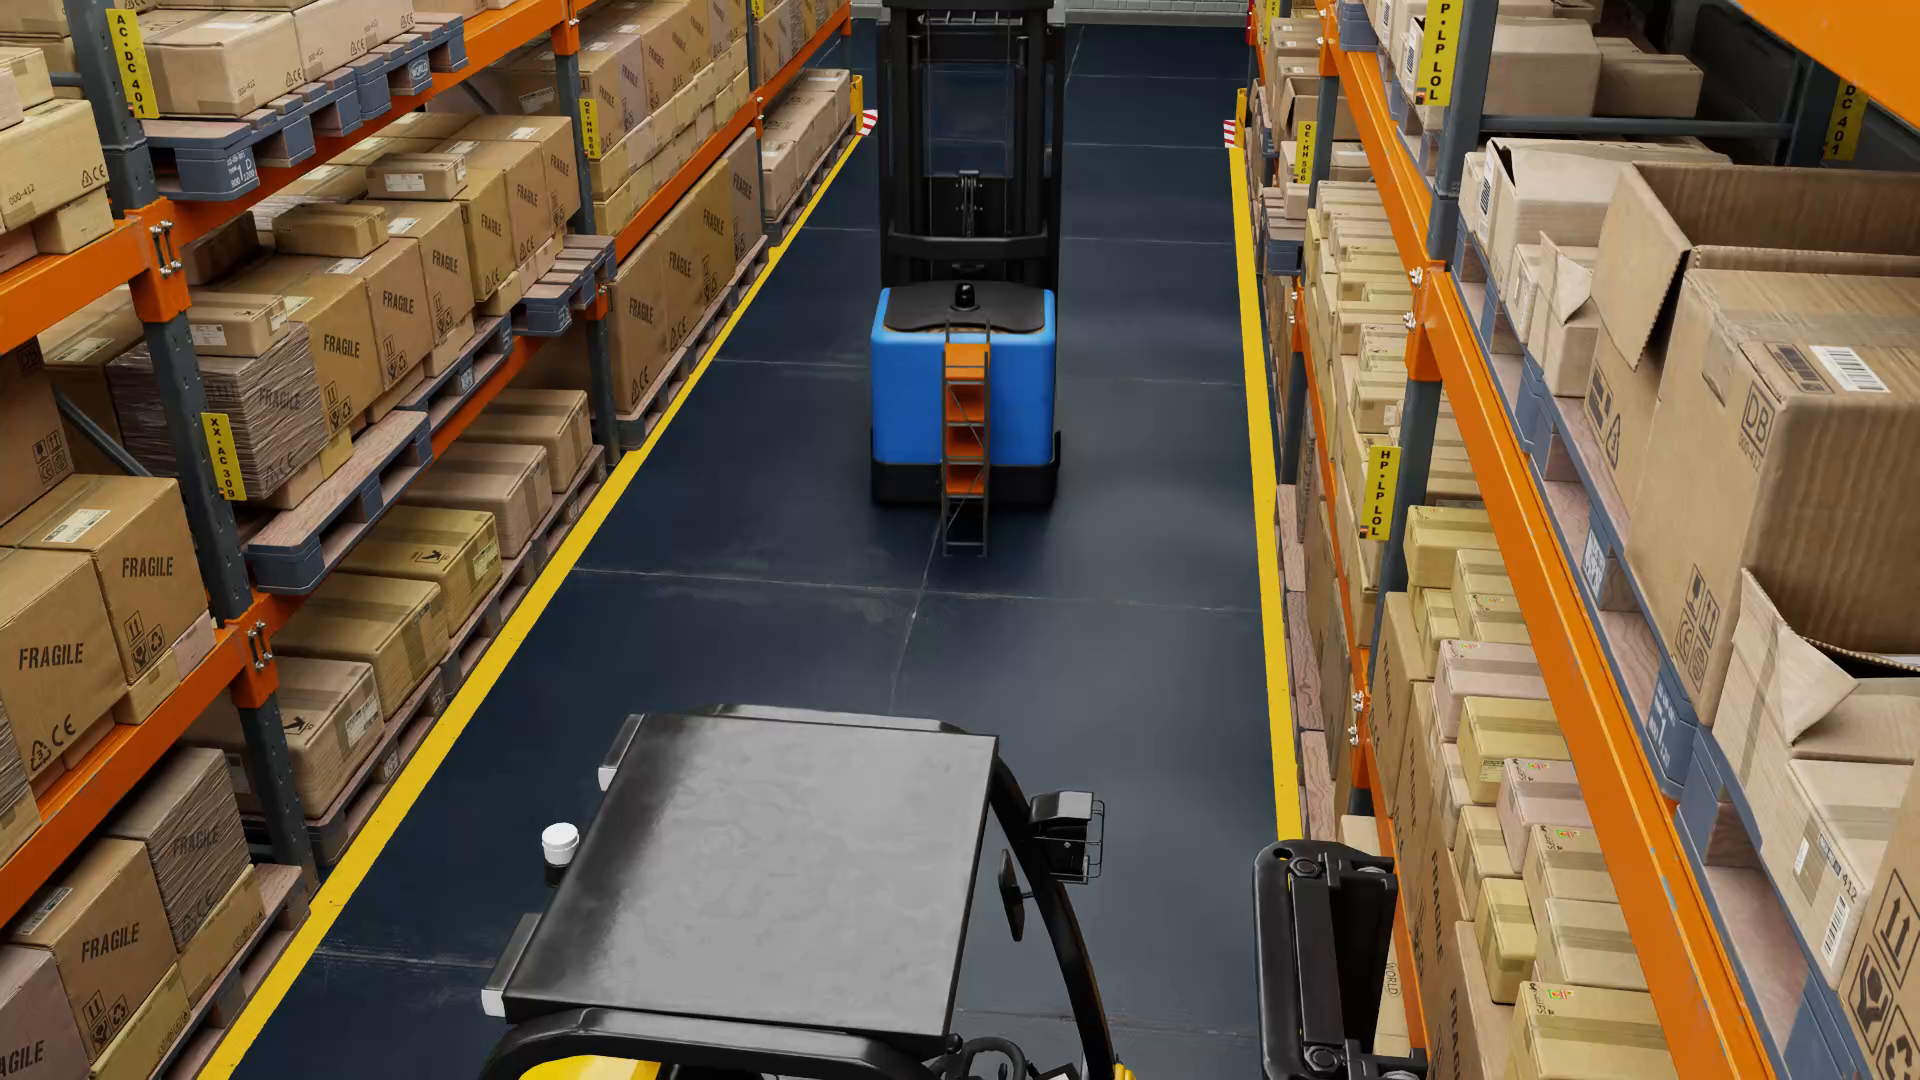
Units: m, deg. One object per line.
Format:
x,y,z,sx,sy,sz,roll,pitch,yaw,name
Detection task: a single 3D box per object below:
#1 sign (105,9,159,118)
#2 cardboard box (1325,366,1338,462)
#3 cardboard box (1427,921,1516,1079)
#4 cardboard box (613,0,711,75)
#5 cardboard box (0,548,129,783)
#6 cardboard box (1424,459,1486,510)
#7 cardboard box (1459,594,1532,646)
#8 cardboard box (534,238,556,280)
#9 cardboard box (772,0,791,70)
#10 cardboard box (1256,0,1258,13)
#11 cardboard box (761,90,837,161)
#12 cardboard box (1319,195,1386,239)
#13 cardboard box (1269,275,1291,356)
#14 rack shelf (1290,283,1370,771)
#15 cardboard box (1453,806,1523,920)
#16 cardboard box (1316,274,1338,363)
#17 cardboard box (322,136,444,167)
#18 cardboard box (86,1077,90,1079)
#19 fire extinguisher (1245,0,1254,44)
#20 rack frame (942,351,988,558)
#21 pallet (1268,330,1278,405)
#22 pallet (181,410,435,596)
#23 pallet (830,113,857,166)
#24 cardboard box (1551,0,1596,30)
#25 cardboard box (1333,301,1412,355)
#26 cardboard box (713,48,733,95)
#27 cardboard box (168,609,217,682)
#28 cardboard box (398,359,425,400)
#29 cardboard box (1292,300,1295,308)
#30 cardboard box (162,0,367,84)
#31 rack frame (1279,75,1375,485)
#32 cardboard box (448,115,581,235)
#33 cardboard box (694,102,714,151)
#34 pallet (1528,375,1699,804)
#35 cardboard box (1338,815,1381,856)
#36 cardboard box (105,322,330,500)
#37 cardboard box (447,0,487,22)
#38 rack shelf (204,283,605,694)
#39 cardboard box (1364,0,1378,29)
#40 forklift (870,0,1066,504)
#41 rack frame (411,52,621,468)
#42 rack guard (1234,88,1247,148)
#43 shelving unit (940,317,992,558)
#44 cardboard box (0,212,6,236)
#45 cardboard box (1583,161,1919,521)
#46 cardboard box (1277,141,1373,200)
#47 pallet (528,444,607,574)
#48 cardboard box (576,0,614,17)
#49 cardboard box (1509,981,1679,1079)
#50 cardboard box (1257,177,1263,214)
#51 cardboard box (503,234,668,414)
-2.526,-1.451,5.072,0.100,0.325,0.005,3,28,6,sign
1.866,-0.543,7.253,0.500,0.250,0.500,4,29,8,cardboard box
1.356,1.226,3.706,0.500,0.500,0.500,4,29,7,cardboard box
-2.029,-3.474,11.376,0.500,0.500,0.500,4,29,8,cardboard box
-2.930,0.361,4.998,0.500,0.500,0.500,4,29,8,cardboard box
1.682,-0.147,5.571,0.380,0.149,0.250,4,29,8,cardboard box
1.563,0.277,4.470,0.380,0.149,0.250,3,28,5,cardboard box
-2.330,-1.468,8.634,0.380,0.149,0.250,3,28,6,cardboard box
-1.703,-4.183,13.745,0.500,0.500,0.500,4,29,7,cardboard box
2.947,-4.922,15.068,0.500,0.250,0.500,4,29,7,cardboard box
-1.681,-3.888,15.563,0.875,0.438,0.875,4,29,8,cardboard box
1.988,-1.598,8.263,0.380,0.149,0.250,4,29,7,cardboard box
2.368,-1.550,11.157,0.500,0.500,0.500,2,28,4,cardboard box
2.106,-0.268,7.344,1.077,0.370,4.000,3,28,6,rack shelf
1.375,0.762,3.883,0.380,0.149,0.250,2,28,5,cardboard box
1.910,-1.005,7.584,0.500,0.250,0.500,3,28,5,cardboard box
-2.917,-1.729,8.435,0.500,0.500,0.500,5,29,9,cardboard box
-2.994,1.879,5.055,0.500,0.250,0.500,4,29,7,cardboard box
2.890,-5.190,16.196,0.296,0.674,0.183,3,28,6,fire extinguisher
0.026,-0.436,8.794,0.240,1.200,0.015,1,28,2,rack frame
2.632,-1.221,11.294,1.003,0.211,1.213,3,28,6,pallet
-2.828,-0.197,6.656,1.003,0.211,1.213,3,28,6,pallet
-1.616,-3.970,16.397,1.003,0.211,1.213,3,28,6,pallet
2.166,-1.967,6.273,0.380,0.166,0.250,3,28,6,cardboard box
1.765,-0.880,6.931,0.380,0.149,0.250,3,28,5,cardboard box
-1.952,-3.393,12.016,0.500,0.250,0.500,4,29,7,cardboard box
-2.803,0.349,5.704,0.380,0.149,0.250,3,28,6,cardboard box
-2.581,-0.736,7.276,0.380,0.149,0.250,4,29,7,cardboard box
2.239,-1.395,10.186,0.380,0.149,0.250,2,28,5,cardboard box
-2.535,-1.860,6.093,0.500,0.250,0.500,3,28,6,cardboard box
2.351,-1.527,8.921,1.000,3.000,0.127,3,28,6,rack frame
-2.356,-1.943,8.832,0.500,0.500,0.500,3,28,5,cardboard box
-2.035,-2.928,11.681,0.500,0.250,0.500,3,28,5,cardboard box
1.630,0.050,2.925,1.003,0.211,1.213,3,28,6,pallet
1.490,1.151,5.353,0.500,0.250,0.500,3,28,5,cardboard box
-2.724,-0.494,6.143,0.500,0.500,0.500,4,29,7,cardboard box
-2.702,-2.732,7.891,0.700,0.500,0.500,3,28,6,cardboard box
-2.821,-0.555,7.876,1.077,0.370,4.000,3,28,6,rack shelf
1.896,-2.314,6.567,0.500,0.500,0.500,4,29,7,cardboard box
0.070,-2.158,10.165,1.130,2.935,3.031,1,28,2,forklift
-2.576,-1.813,9.453,1.000,3.000,0.127,3,28,6,rack frame
3.322,-4.156,16.437,1.175,0.500,0.348,3,28,6,rack guard
0.034,-0.551,9.008,0.258,1.200,0.503,1,28,2,shelving unit
-2.914,-0.855,4.356,0.500,0.250,0.500,3,28,5,cardboard box
1.517,-0.328,2.876,0.797,0.503,0.637,4,29,8,cardboard box
2.159,-2.161,9.814,0.500,0.250,0.500,2,28,4,cardboard box
-2.673,-0.218,9.432,1.003,0.211,1.213,3,28,6,pallet
-2.581,-3.269,10.996,0.500,0.500,0.500,3,28,5,cardboard box
1.262,0.991,3.145,0.380,0.149,0.250,4,29,7,cardboard box
2.662,-2.838,13.795,0.396,0.266,0.258,4,29,8,cardboard box
-2.409,-1.383,10.452,0.875,0.875,0.875,3,28,6,cardboard box
